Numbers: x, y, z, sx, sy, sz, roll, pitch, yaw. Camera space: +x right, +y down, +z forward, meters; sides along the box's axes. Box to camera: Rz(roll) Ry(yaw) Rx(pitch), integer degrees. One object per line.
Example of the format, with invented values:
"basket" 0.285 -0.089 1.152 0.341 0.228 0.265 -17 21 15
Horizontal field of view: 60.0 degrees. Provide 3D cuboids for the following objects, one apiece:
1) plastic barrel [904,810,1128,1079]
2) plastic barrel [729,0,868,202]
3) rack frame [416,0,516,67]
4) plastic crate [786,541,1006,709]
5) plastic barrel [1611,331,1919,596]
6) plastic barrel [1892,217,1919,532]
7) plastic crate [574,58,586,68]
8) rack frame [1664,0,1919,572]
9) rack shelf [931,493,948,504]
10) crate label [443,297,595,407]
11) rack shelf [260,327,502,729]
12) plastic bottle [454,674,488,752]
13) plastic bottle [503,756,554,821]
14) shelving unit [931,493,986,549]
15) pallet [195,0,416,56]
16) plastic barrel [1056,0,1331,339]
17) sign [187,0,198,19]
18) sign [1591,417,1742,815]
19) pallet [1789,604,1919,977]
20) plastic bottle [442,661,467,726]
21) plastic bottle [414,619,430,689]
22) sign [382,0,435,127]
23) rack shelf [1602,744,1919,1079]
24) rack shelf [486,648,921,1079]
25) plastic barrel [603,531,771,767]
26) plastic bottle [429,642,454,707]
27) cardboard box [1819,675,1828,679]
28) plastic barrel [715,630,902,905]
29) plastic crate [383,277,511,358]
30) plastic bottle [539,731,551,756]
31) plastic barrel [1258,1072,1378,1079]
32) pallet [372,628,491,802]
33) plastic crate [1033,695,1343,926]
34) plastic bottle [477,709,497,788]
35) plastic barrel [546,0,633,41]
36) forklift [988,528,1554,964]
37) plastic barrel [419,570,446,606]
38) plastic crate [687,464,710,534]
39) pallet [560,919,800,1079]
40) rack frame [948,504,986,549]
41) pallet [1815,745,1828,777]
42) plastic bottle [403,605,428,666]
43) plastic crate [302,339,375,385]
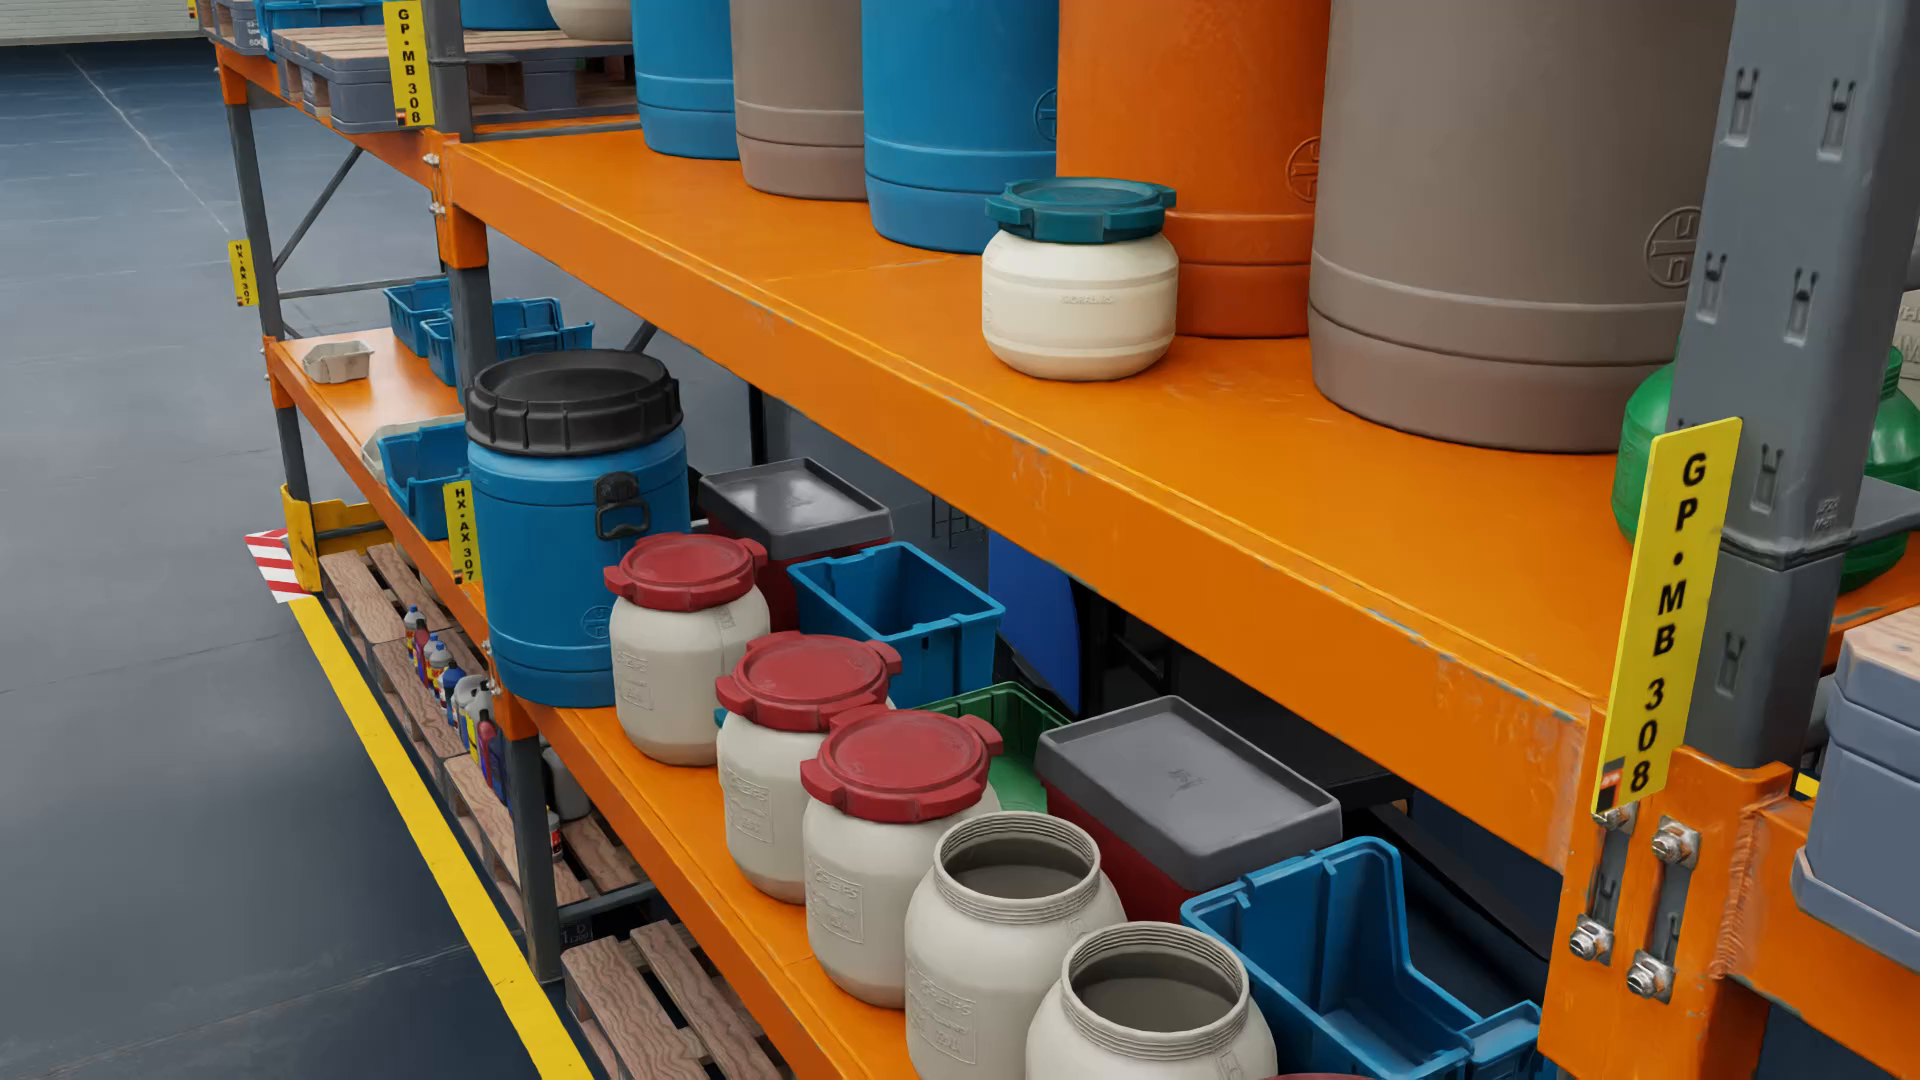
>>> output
"plastic barrel" 0.106 0.818 3.167 0.421 0.512 0.421 0 22 0
"plastic barrel" -0.233 -1.284 3.838 0.600 0.901 0.600 0 22 0
"rack frame" -1.013 -2.776 4.190 1.000 3.000 0.127 -13 25 -28
"plastic crate" -0.182 0.308 4.592 0.392 0.384 0.575 -13 25 -28
"plastic barrel" 0.860 -0.090 1.771 0.294 0.245 0.294 0 22 0
"plastic barrel" 1.135 -0.303 1.941 0.421 0.512 0.421 0 22 0
"plastic crate" -1.585 -1.851 6.181 0.336 0.188 0.450 -13 25 -28
"rack frame" 1.030 -1.481 1.005 1.000 3.000 0.127 -13 25 -28
"rack shelf" -0.007 -0.297 9.204 0.258 0.103 0.180 -13 25 -28
"crate label" -1.884 -0.764 7.161 0.502 0.435 0.616 -13 25 -28
"rack shelf" -2.035 -0.311 7.048 1.077 0.370 4.000 -13 25 -28
"plastic bottle" -1.933 0.688 6.668 0.152 0.276 0.135 -12 25 -27
"plastic bottle" -1.590 0.873 6.113 0.144 0.351 0.185 -13 26 -30
"shelving unit" -0.007 -0.561 9.097 0.258 1.200 0.189 -13 25 -28
"pallet" -2.718 -2.307 7.271 1.003 0.211 1.213 -13 25 -28
"plastic barrel" 0.463 -0.810 2.766 0.600 0.830 0.708 -13 25 -28
"sign" -3.532 -2.581 7.682 0.100 0.325 0.005 -13 25 -28
"sign" 0.561 0.065 1.323 0.100 0.325 0.005 -13 25 -28
"pallet" 1.337 0.262 0.950 1.003 0.211 1.213 -13 25 -28
"plastic bottle" -2.069 0.624 6.831 0.097 0.271 0.097 0 22 0
"plastic bottle" -2.298 0.487 7.154 0.061 0.283 0.133 -12 25 -27
"sign" -1.492 -1.288 4.502 0.100 0.325 0.005 -13 25 -28
"rack shelf" 2.052 0.889 0.112 1.077 0.370 4.000 -13 25 -28
"rack shelf" 0.008 0.984 3.863 1.077 0.370 4.000 -13 25 -28
"plastic barrel" -0.713 0.292 4.429 0.433 0.535 0.433 0 22 0
"plastic bottle" -2.172 0.559 6.993 0.097 0.271 0.097 0 22 0
"cardboard box" 3.767 0.642 6.842 0.500 0.250 0.500 -13 26 -30
"plastic barrel" -0.338 0.530 3.844 0.433 0.535 0.433 0 22 0
"plastic crate" -2.544 -1.118 8.277 0.499 0.251 0.616 -13 25 -28
"plastic bottle" -1.574 0.809 6.370 0.152 0.276 0.135 -13 25 -28
"plastic barrel" 0.532 1.143 2.335 0.600 0.536 0.708 -13 25 -28
"pallet" -1.948 0.674 7.372 1.003 0.211 1.213 -13 25 -28
"plastic crate" 0.468 0.686 3.554 0.402 0.464 0.583 -13 25 -28
"plastic bottle" -1.807 0.798 6.388 0.061 0.283 0.133 -11 24 -25
"plastic barrel" -1.064 -1.810 5.091 0.421 0.512 0.421 0 22 0
"forklift" 1.119 -0.274 6.092 1.130 2.935 3.031 -8 24 -20
"plastic barrel" -2.399 0.027 8.008 0.421 0.512 0.421 0 22 0
"plastic crate" -1.171 -0.162 5.809 0.767 0.338 0.504 -13 25 -28
"pallet" -0.579 1.542 5.238 1.003 0.211 1.213 -13 25 -28
"rack frame" 0.039 -0.531 9.024 0.240 1.200 0.006 -13 25 -28
"pallet" 4.284 0.970 6.645 1.003 0.211 1.213 -13 25 -28
"plastic bottle" -2.398 0.415 7.345 0.097 0.271 0.097 0 22 0
"plastic crate" -2.876 -0.818 7.690 0.298 0.136 0.250 -13 25 -28
